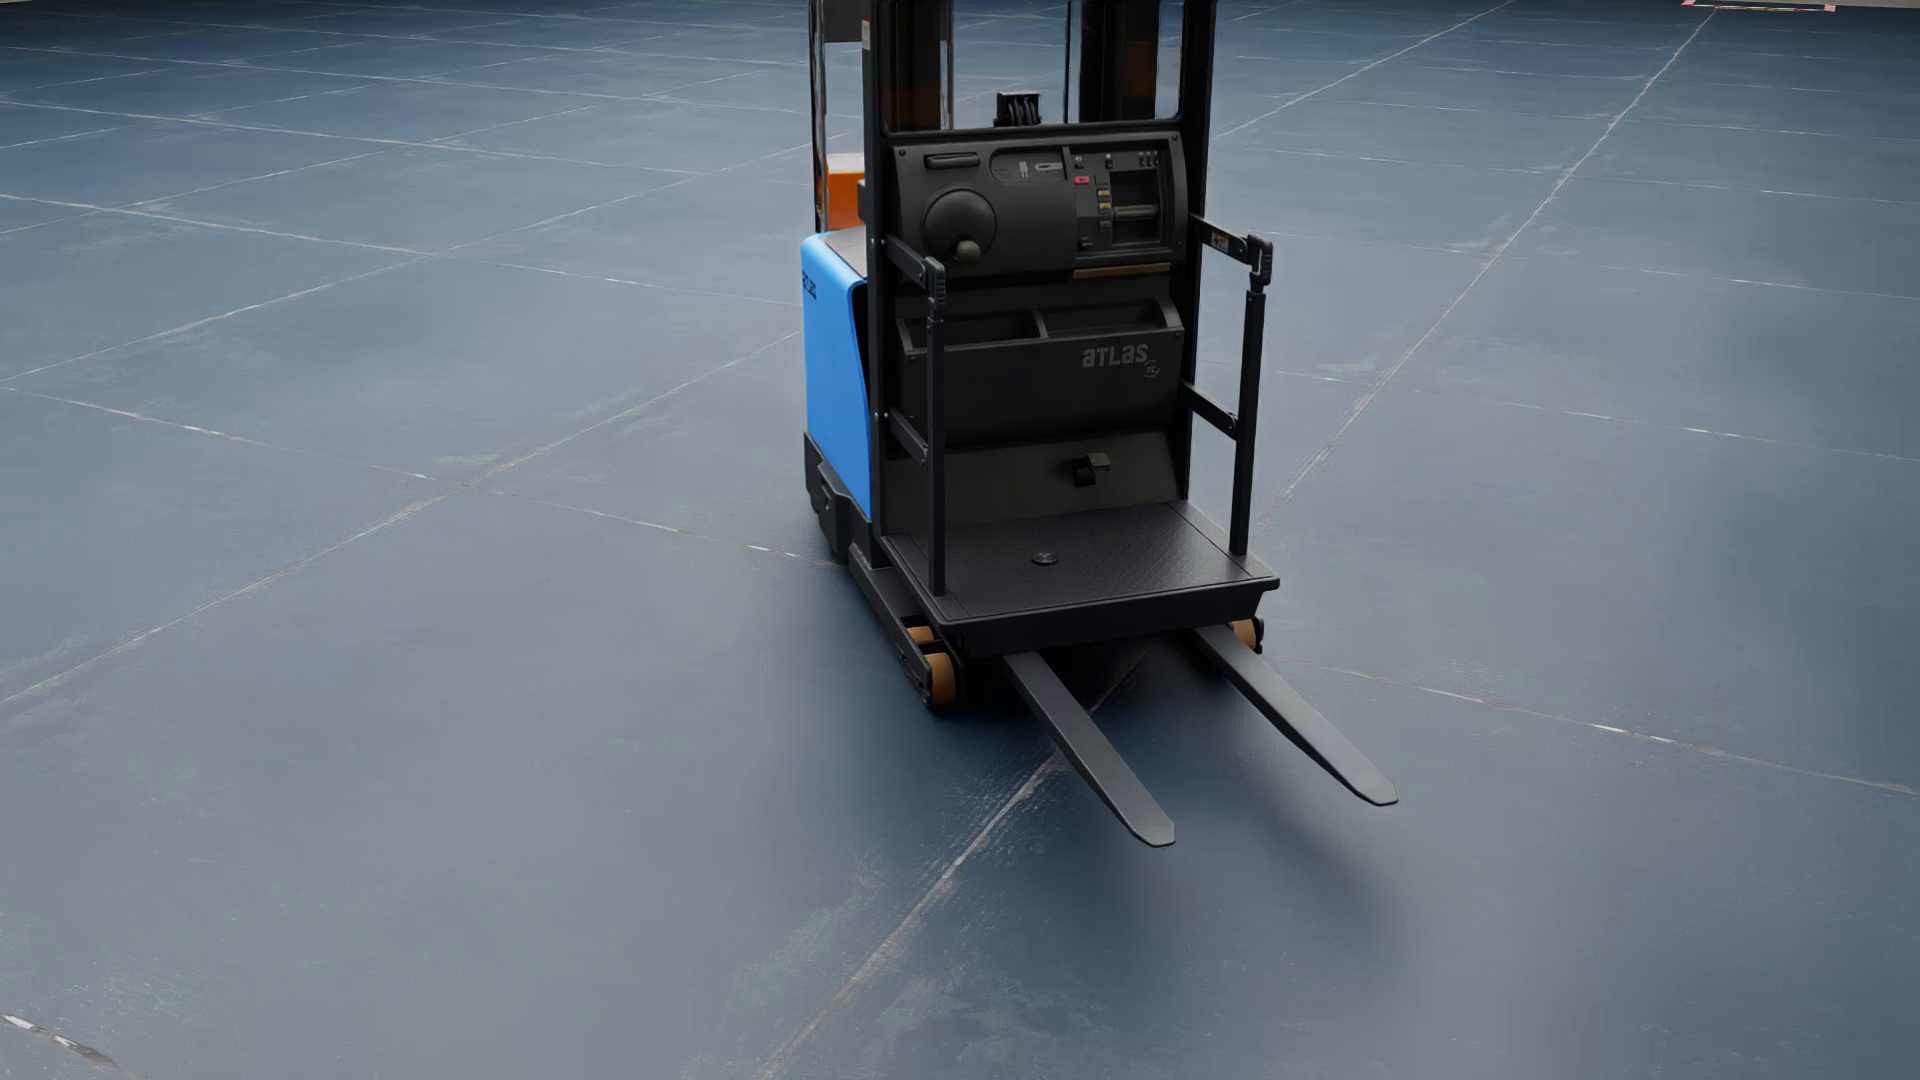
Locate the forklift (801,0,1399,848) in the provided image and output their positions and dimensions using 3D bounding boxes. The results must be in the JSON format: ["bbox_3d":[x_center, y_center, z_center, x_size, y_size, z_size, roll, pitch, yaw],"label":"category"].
[{"bbox_3d":[0.322,-1.017,4.897,1.130,2.935,3.031,-7,24,-16],"label":"forklift"}]

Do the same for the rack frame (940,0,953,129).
[{"bbox_3d":[-0.068,-1.308,6.643,0.015,2.100,0.400,-4,23,-10],"label":"rack frame"}]

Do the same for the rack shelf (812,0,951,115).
[{"bbox_3d":[-0.308,-1.923,6.334,0.480,0.518,0.431,-4,23,-10],"label":"rack shelf"}]

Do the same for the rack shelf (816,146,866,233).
[{"bbox_3d":[-0.308,-1.278,6.608,0.480,0.518,0.431,-4,23,-10],"label":"rack shelf"}]

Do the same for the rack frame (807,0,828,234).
[{"bbox_3d":[-0.548,-1.274,6.562,0.015,2.100,0.400,-4,23,-10],"label":"rack frame"}]

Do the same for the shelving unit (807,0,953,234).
[{"bbox_3d":[-0.308,-1.291,6.603,0.503,2.100,0.431,-4,23,-10],"label":"shelving unit"}]
